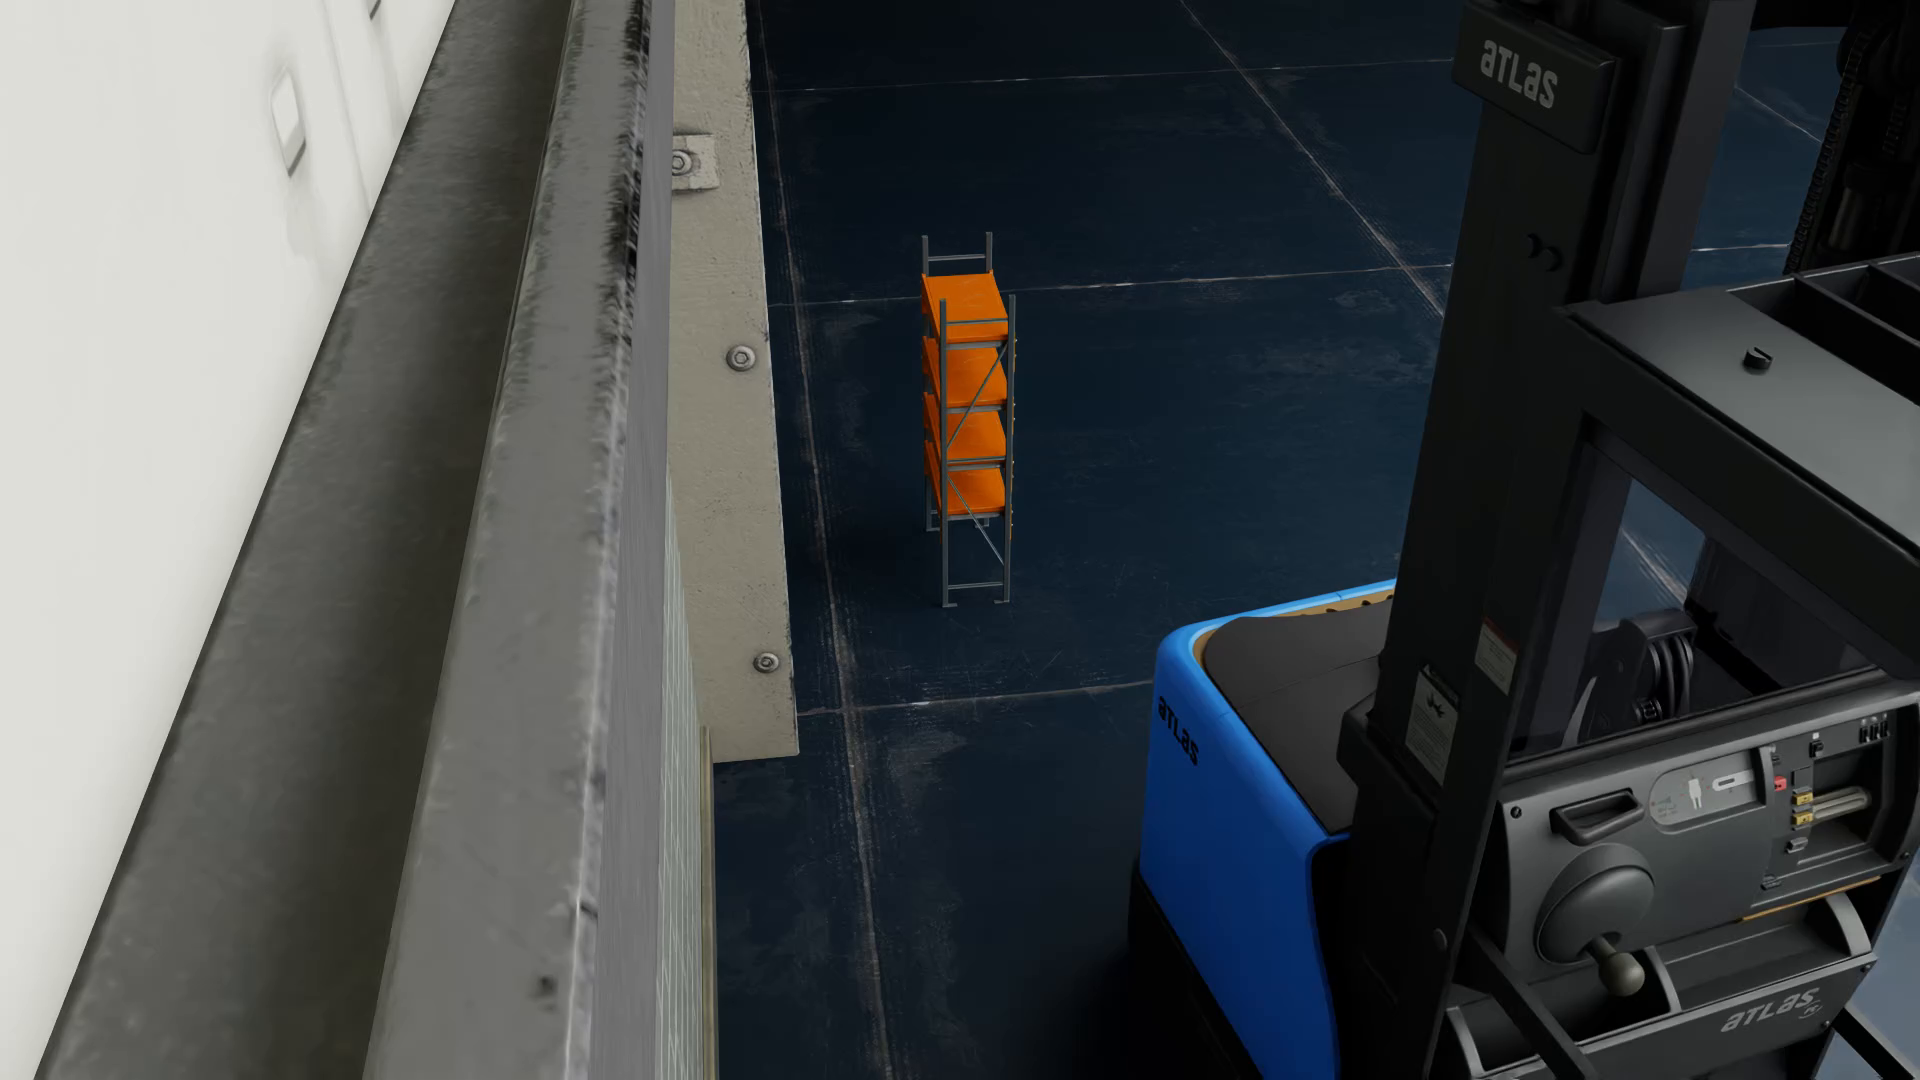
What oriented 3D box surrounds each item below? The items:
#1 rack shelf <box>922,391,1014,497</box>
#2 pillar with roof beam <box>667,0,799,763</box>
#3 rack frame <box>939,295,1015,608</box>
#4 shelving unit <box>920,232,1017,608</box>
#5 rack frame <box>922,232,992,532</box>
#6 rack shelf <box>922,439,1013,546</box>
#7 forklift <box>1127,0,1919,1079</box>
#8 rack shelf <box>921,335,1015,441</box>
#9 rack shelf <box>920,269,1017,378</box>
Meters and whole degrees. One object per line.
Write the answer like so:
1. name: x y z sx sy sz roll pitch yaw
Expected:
1. rack shelf: 0.022 -0.348 5.814 0.258 0.148 0.480 -4 35 -6
2. pillar with roof beam: 3.579 -3.465 3.343 9.100 9.000 0.400 -4 35 -6
3. rack frame: 0.055 -0.267 5.577 0.240 1.200 0.015 -4 35 -6
4. shelving unit: 0.022 -0.403 5.777 0.258 1.200 0.503 -4 35 -6
5. rack frame: -0.011 -0.540 5.976 0.240 1.200 0.015 -4 35 -6
6. rack shelf: 0.022 -0.184 5.926 0.258 0.148 0.480 -4 35 -6
7. forklift: 1.429 0.586 2.787 1.130 2.935 3.031 -11 36 -16
8. rack shelf: 0.022 -0.533 5.688 0.258 0.148 0.480 -4 35 -6
9. rack shelf: 0.022 -0.728 5.555 0.258 0.148 0.480 -4 35 -6
